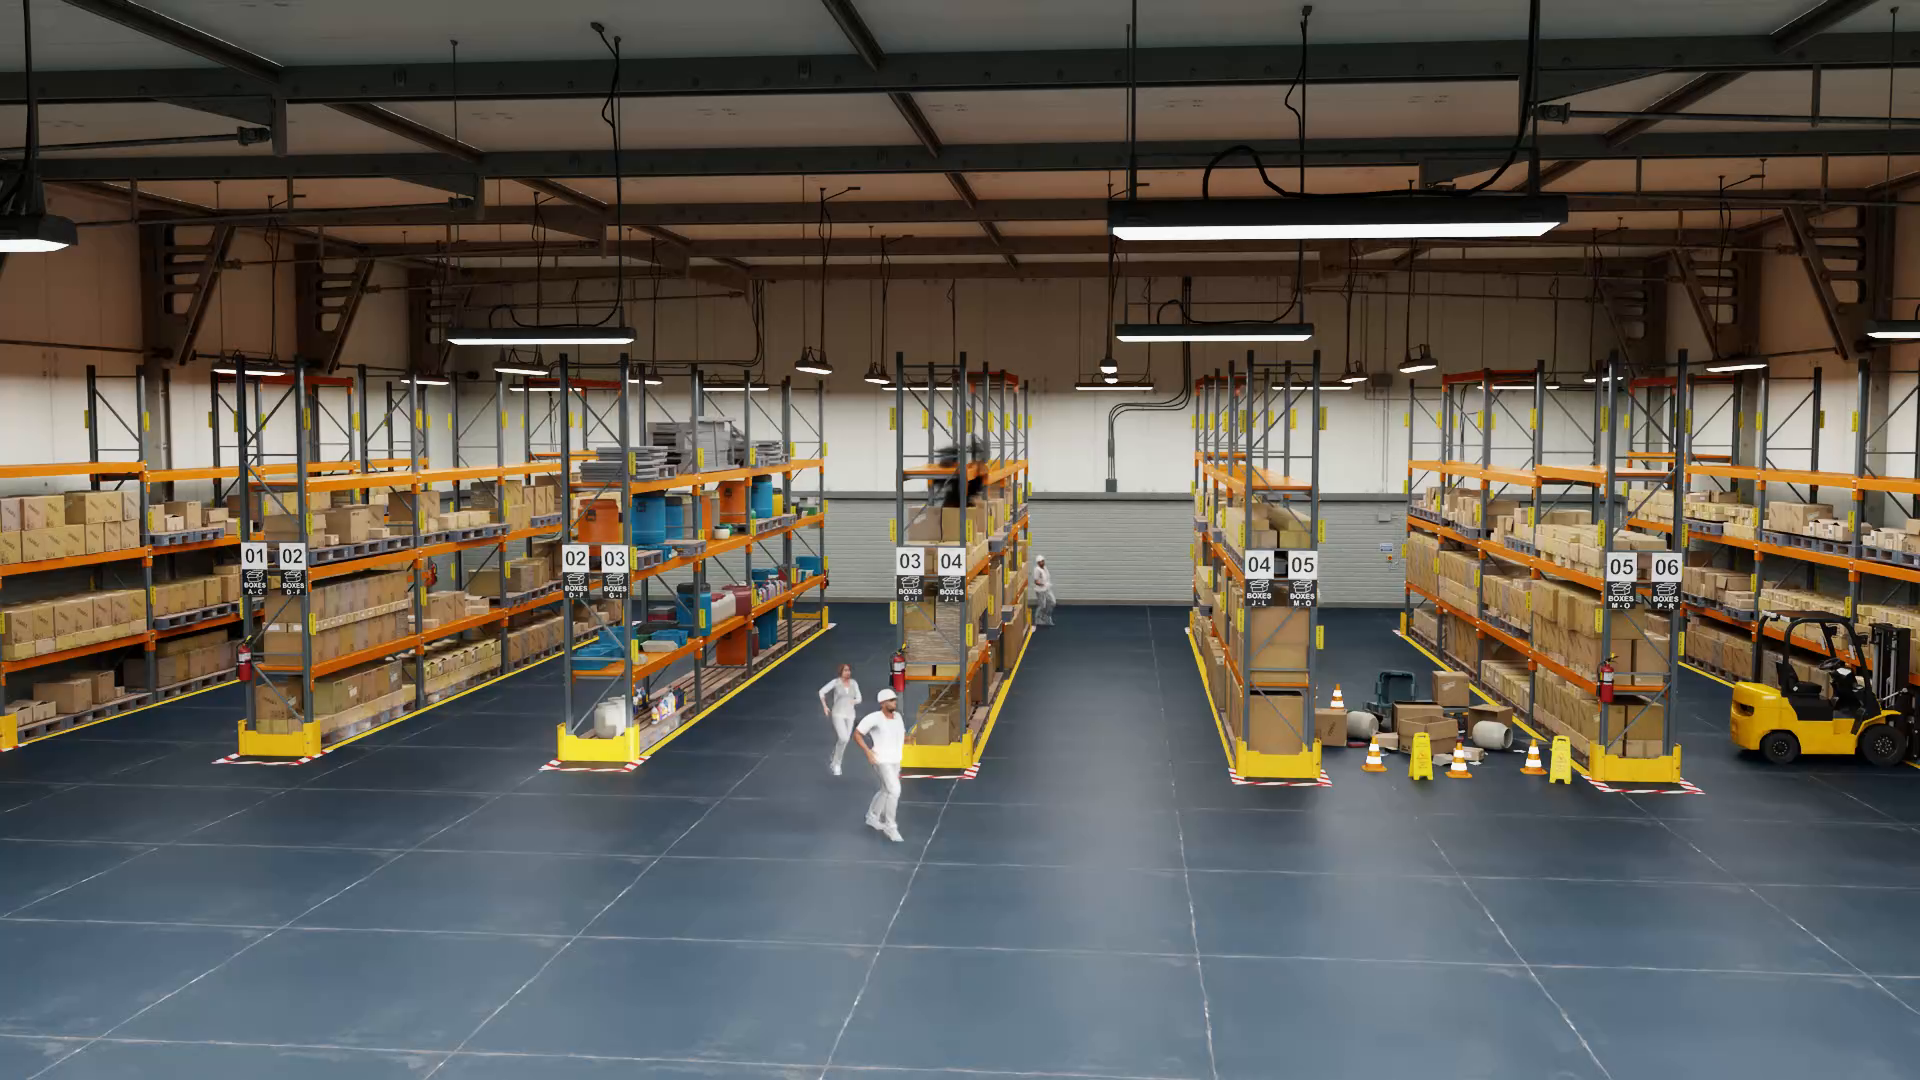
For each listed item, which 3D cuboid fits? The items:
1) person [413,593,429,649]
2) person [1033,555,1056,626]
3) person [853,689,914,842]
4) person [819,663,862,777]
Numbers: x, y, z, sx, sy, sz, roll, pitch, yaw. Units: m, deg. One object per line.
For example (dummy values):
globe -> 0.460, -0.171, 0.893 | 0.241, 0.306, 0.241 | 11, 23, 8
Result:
person -> -11.250, 1.773, 34.535 | 0.532, 1.550, 0.551 | 0, 4, 1
person -> 2.033, 1.245, 40.660 | 0.634, 1.770, 0.701 | 3, 5, 37
person -> -0.884, 2.703, 20.061 | 0.701, 1.828, 0.682 | 3, 5, 36
person -> -1.670, 2.542, 23.584 | 0.522, 1.610, 0.599 | -3, 5, -32
